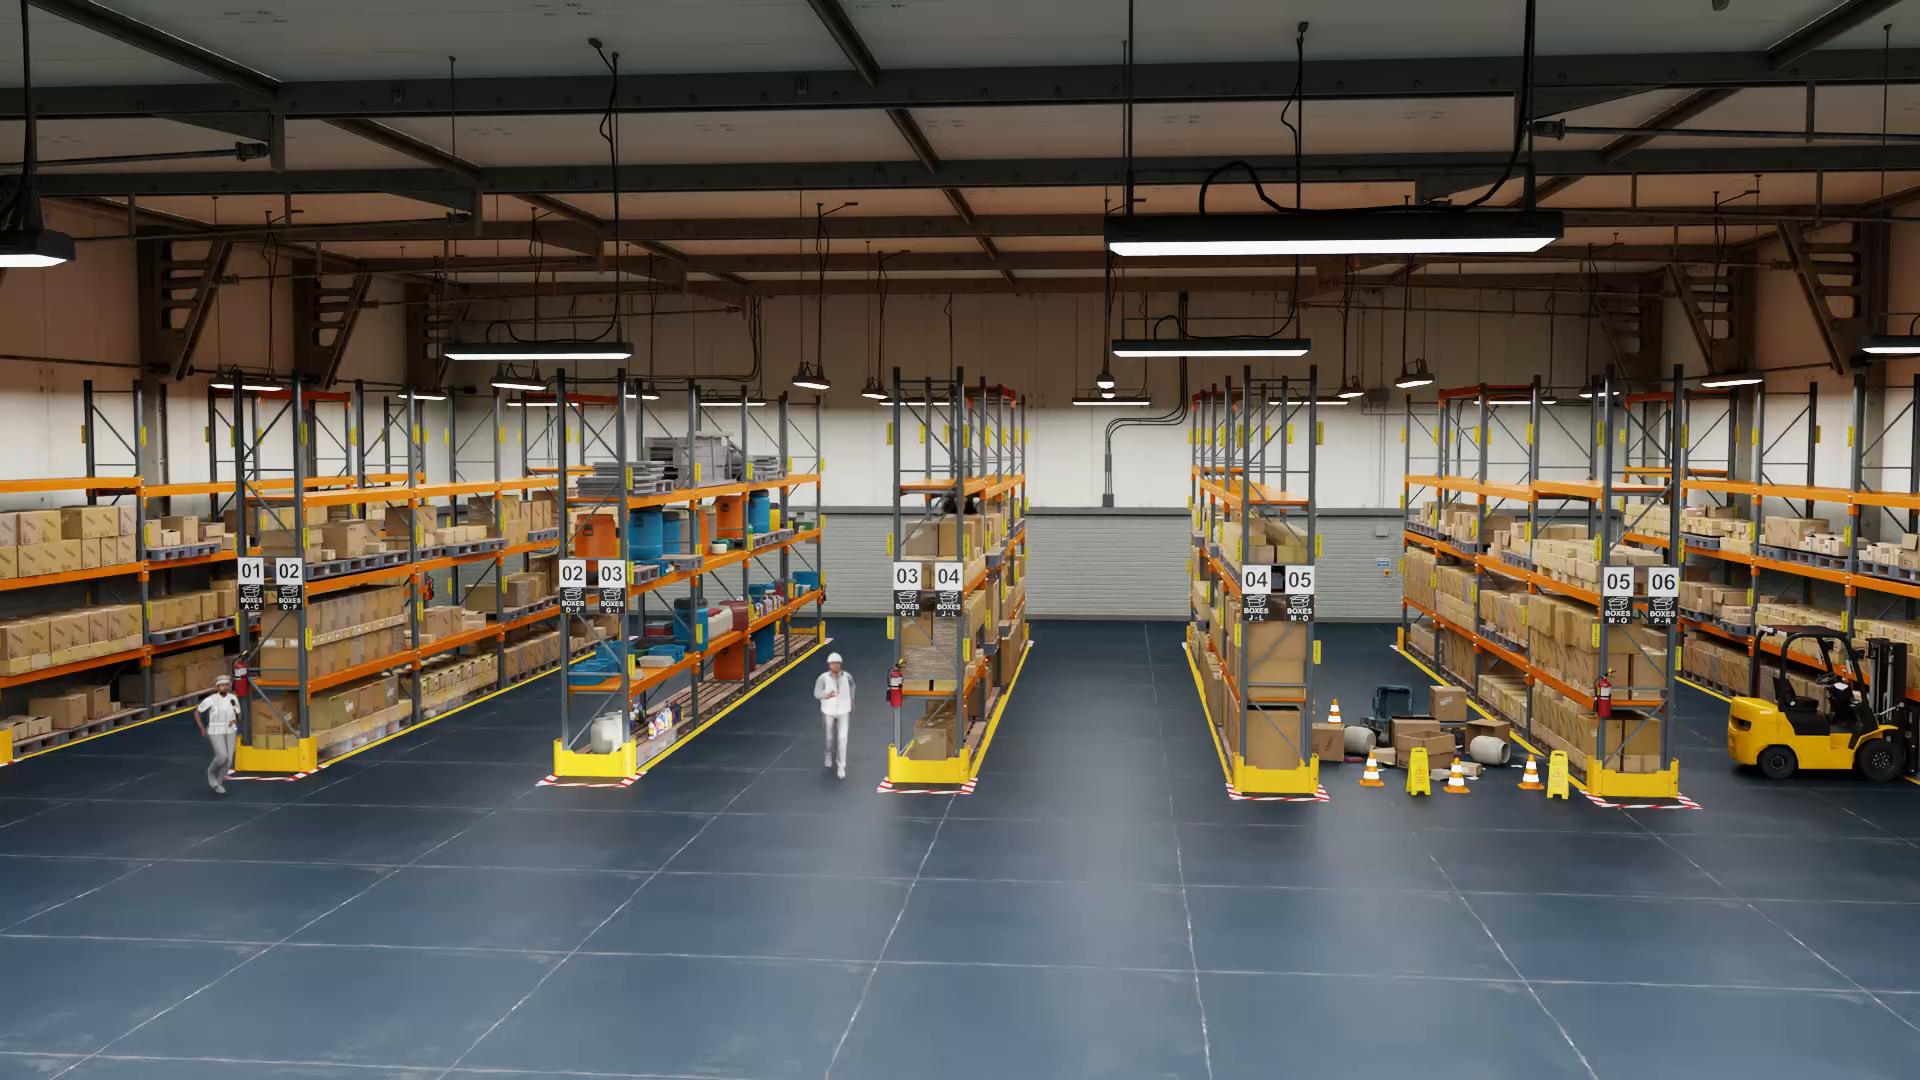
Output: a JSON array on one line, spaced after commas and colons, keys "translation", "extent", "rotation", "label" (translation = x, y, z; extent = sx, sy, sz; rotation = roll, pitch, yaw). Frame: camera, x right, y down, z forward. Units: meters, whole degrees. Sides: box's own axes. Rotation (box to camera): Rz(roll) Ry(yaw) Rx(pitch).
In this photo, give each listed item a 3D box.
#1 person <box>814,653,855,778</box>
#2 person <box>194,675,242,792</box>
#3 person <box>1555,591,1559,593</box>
[{"translation": [-1.854, 2.556, 24.660], "extent": [0.645, 1.783, 0.948], "rotation": [-1, 4, -10], "label": "person"}, {"translation": [-10.378, 2.727, 23.394], "extent": [0.513, 1.650, 0.575], "rotation": [3, 5, 39], "label": "person"}, {"translation": [12.481, 1.864, 34.871], "extent": [0.588, 1.666, 0.820], "rotation": [0, 4, -3], "label": "person"}]
